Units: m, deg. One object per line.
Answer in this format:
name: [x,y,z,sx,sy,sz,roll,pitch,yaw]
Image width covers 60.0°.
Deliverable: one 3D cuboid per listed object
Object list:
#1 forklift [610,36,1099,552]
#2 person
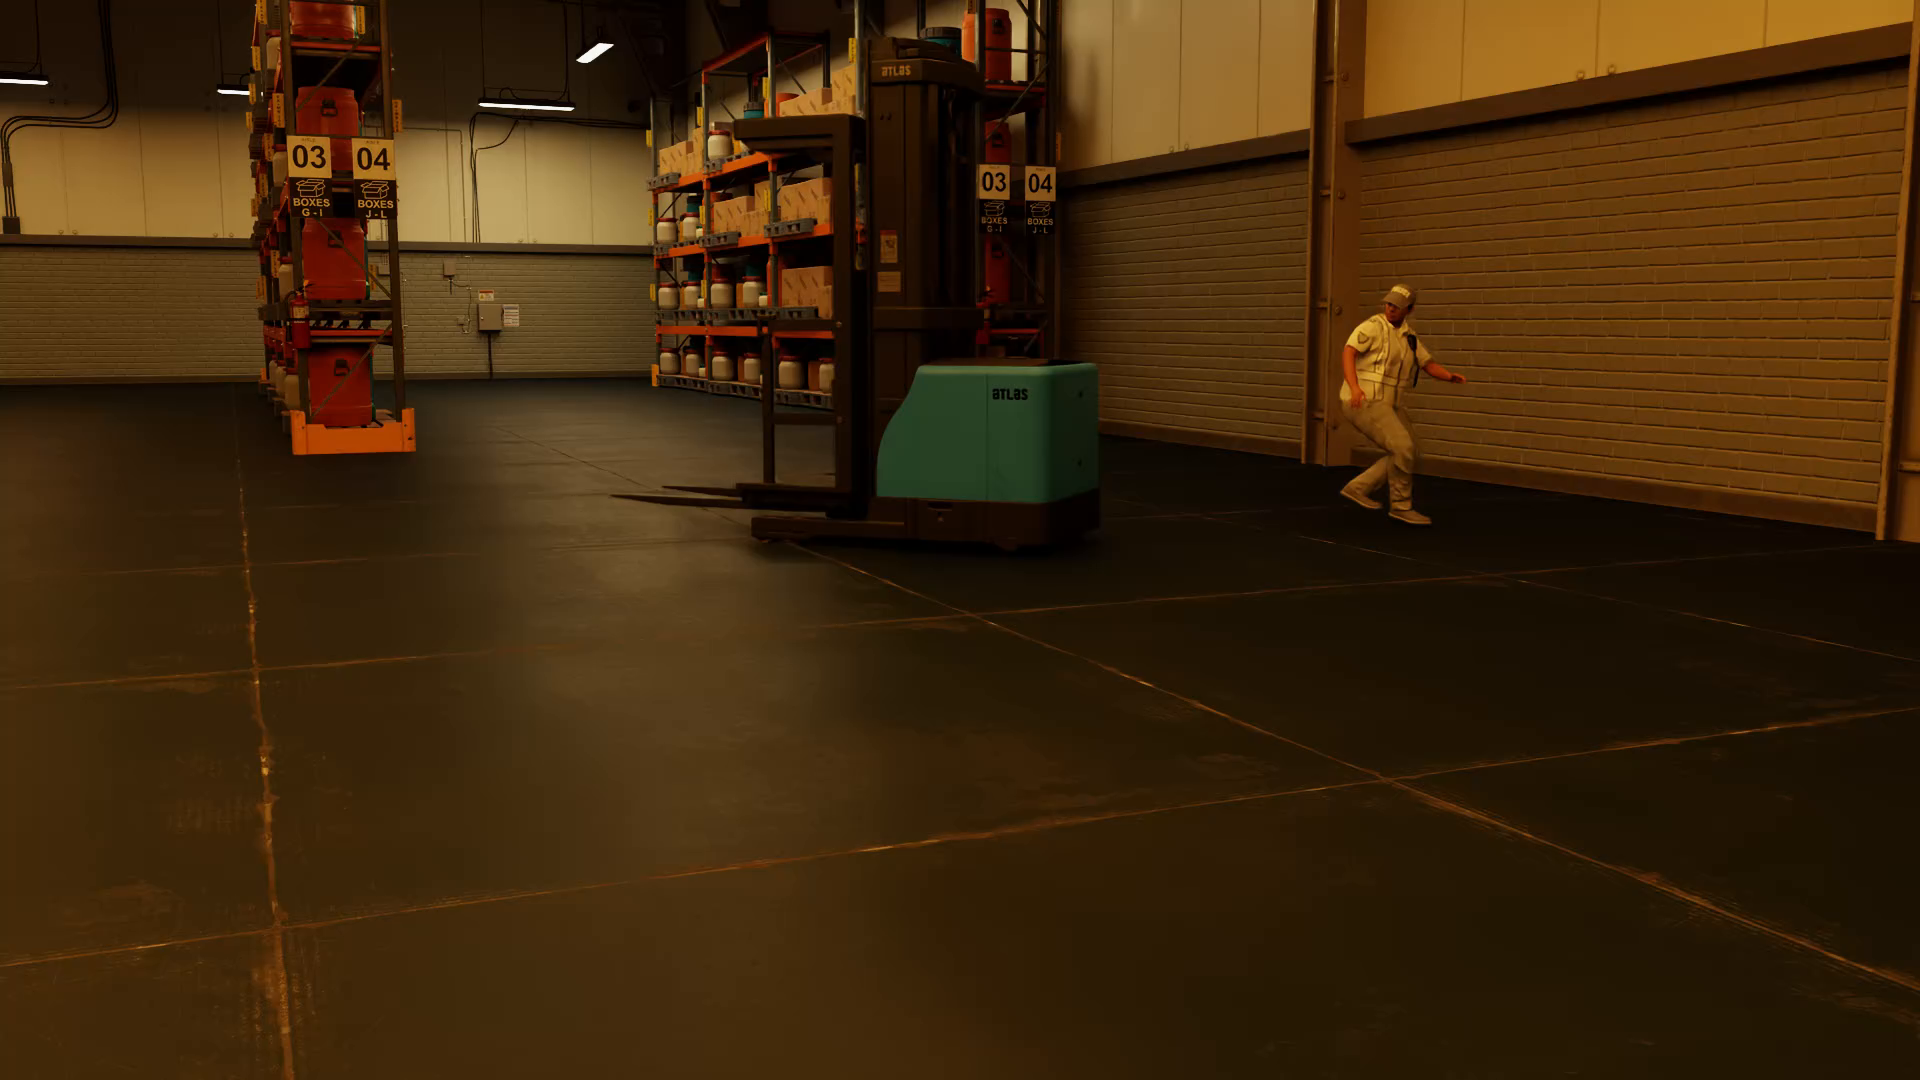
forklift: [-0.713,-1.484,10.196,3.031,2.935,1.130,3,8,22]
person: [2.802,-0.877,10.732,0.807,1.546,0.817,7,10,42]
